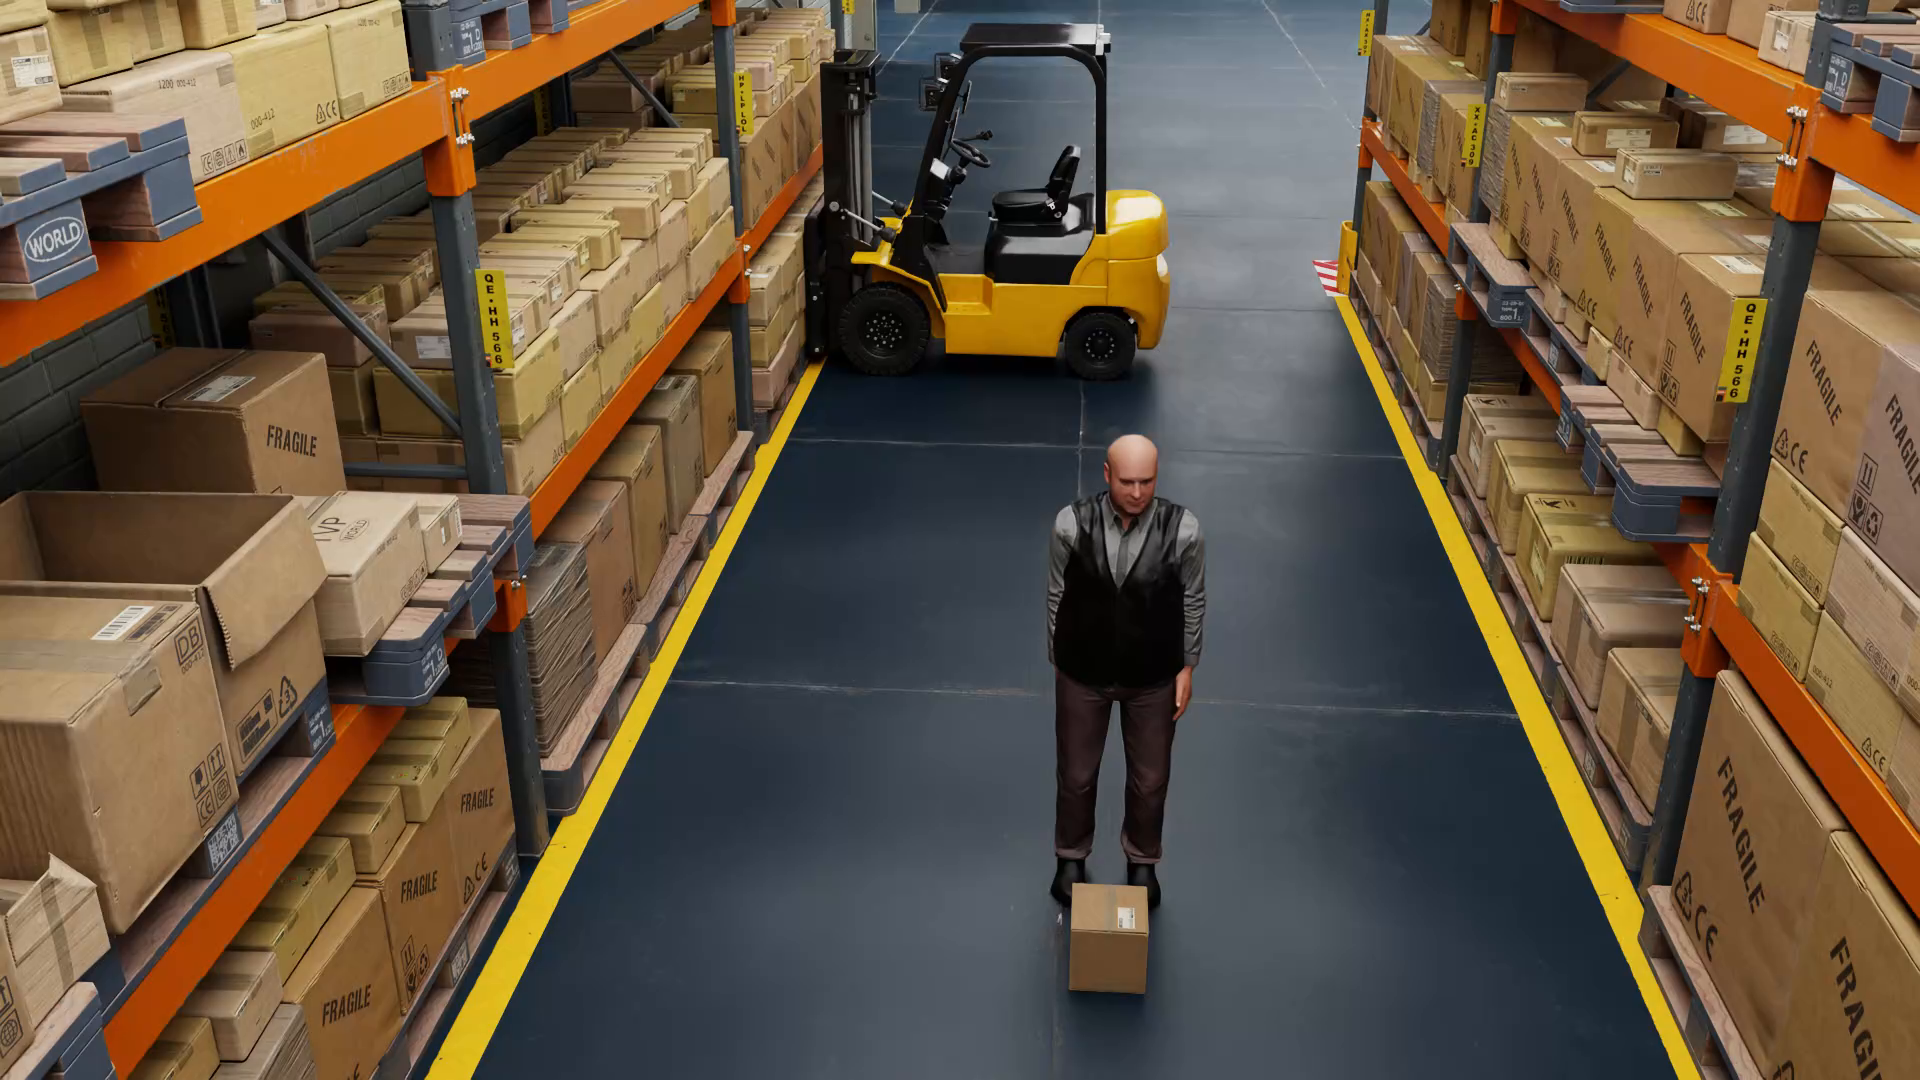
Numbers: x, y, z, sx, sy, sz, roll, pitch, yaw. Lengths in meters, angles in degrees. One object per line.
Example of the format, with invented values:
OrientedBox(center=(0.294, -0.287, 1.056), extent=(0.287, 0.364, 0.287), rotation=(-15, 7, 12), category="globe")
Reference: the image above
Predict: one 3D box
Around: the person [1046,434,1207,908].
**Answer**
OrientedBox(center=(0.552, 0.454, 5.642), extent=(0.533, 1.715, 0.359), rotation=(2, 24, 5), category="person")
